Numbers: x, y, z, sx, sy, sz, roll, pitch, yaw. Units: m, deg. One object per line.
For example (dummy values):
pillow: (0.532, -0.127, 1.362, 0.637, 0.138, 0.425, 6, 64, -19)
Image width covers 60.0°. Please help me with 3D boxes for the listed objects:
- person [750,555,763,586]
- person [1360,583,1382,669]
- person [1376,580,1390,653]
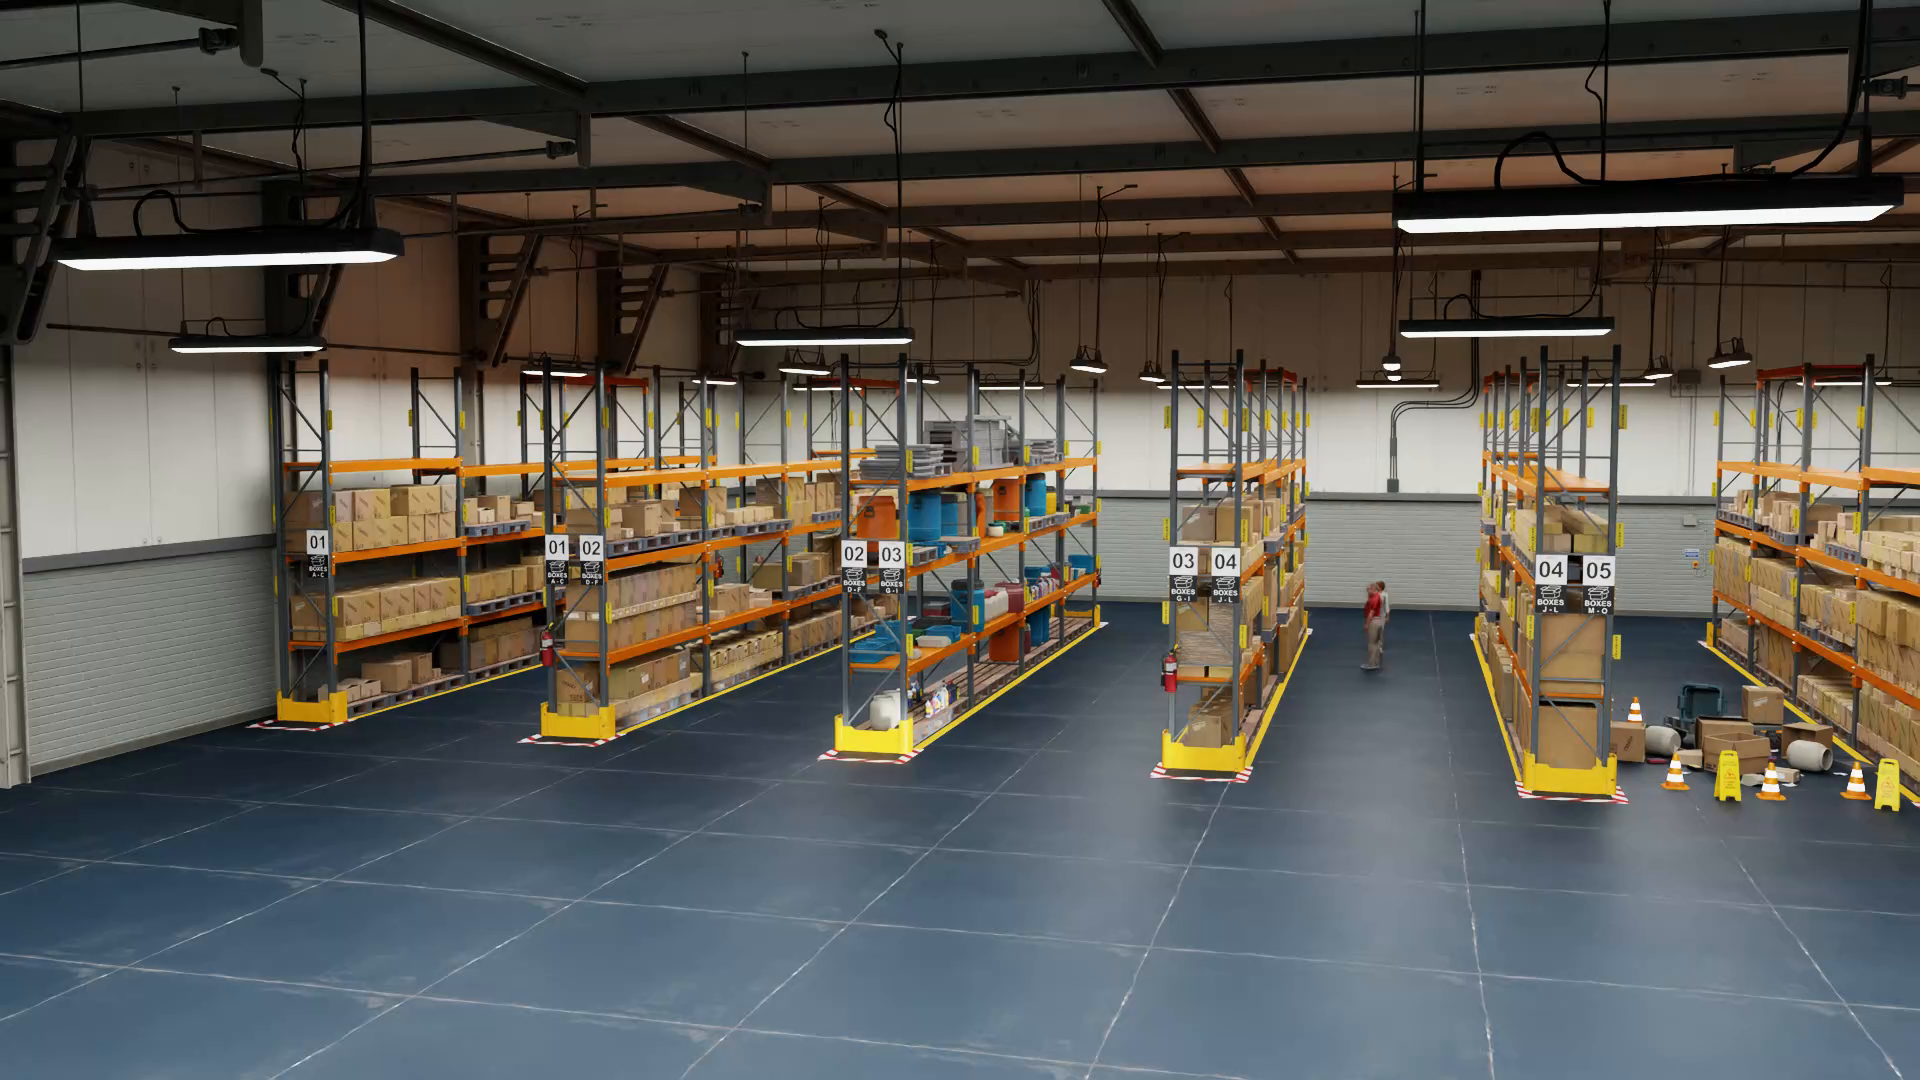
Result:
person: (-5.160, 1.146, 42.713, 0.457, 1.548, 0.837, 0, 4, 0)
person: (8.274, 1.727, 33.448, 0.404, 1.738, 0.545, 2, 5, 25)
person: (9.024, 1.637, 35.913, 0.497, 1.545, 0.853, 1, 4, 15)
